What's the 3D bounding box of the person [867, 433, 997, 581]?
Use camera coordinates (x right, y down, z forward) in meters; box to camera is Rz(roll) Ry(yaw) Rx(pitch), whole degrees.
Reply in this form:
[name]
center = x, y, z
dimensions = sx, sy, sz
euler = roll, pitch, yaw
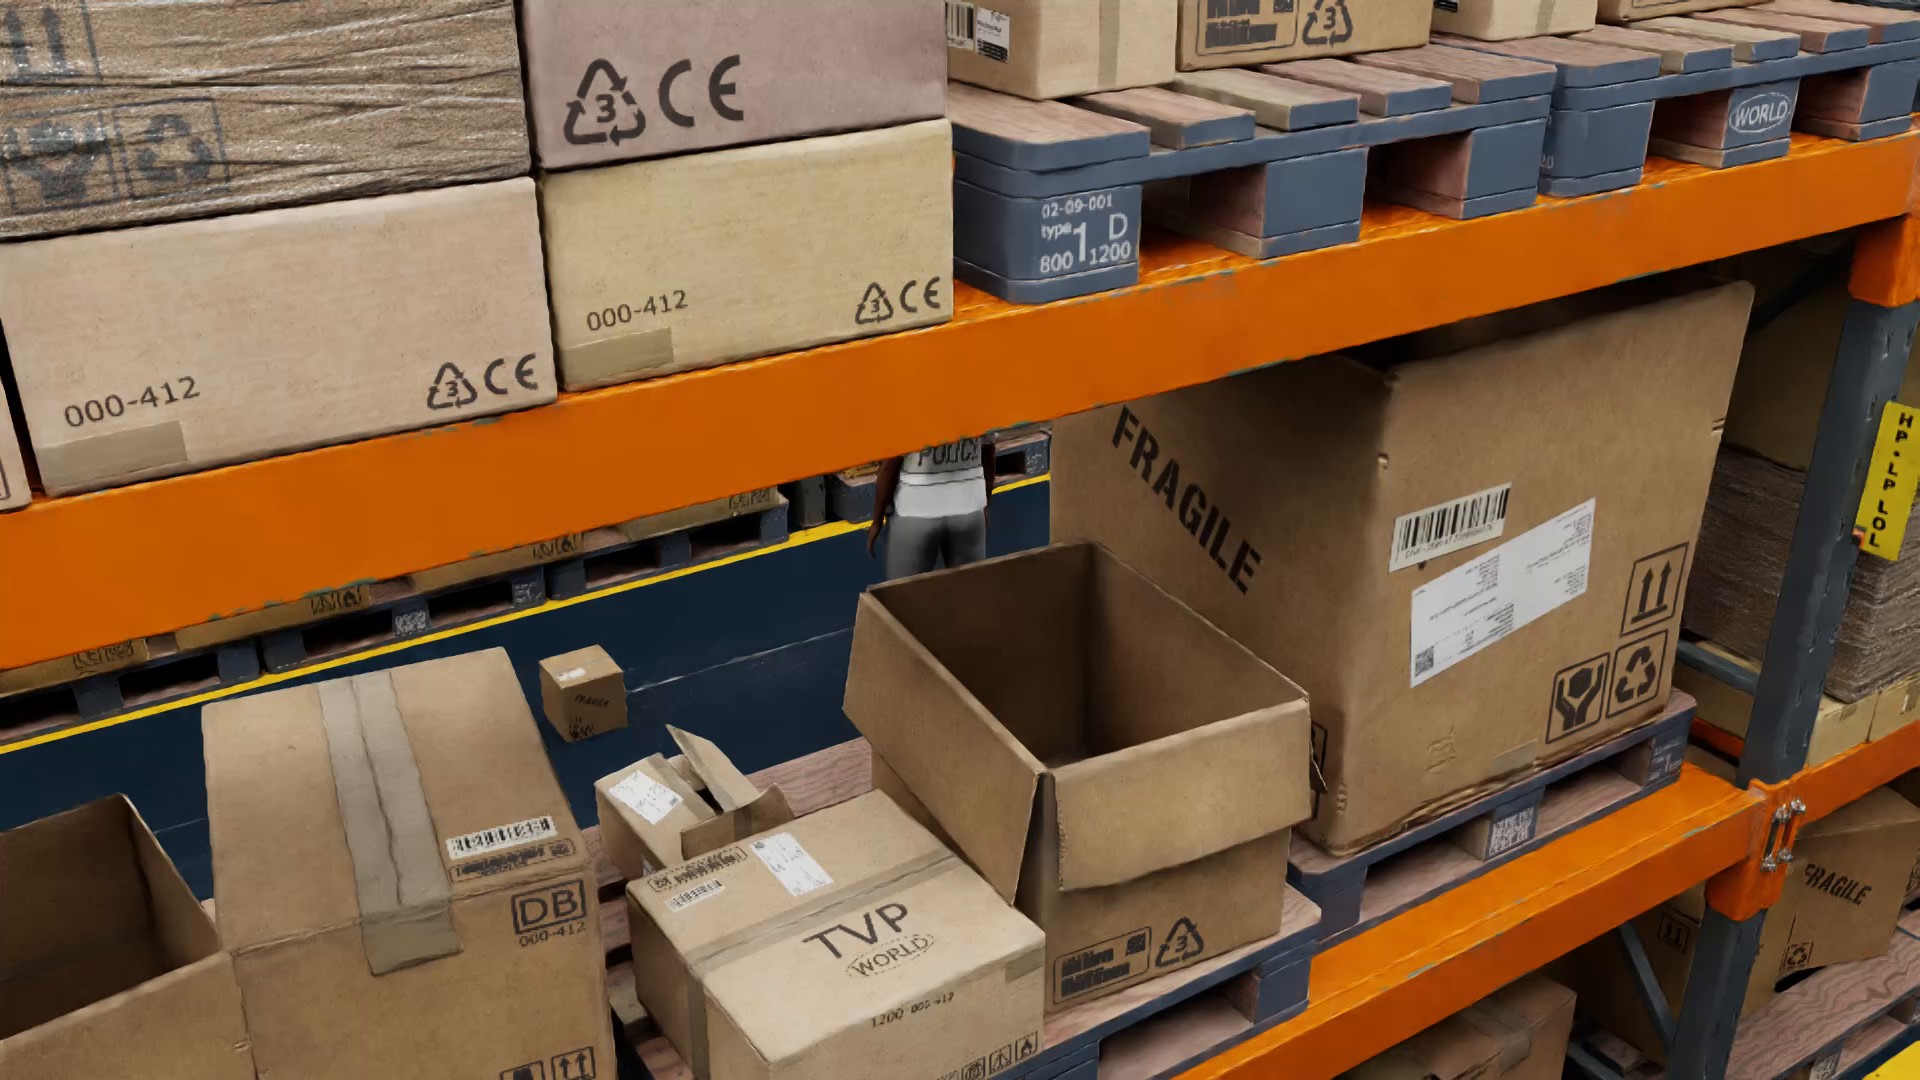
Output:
[person]
center = -0.089, -0.095, 6.239
dimensions = 0.536, 1.680, 0.389
euler = -10, 27, -21
